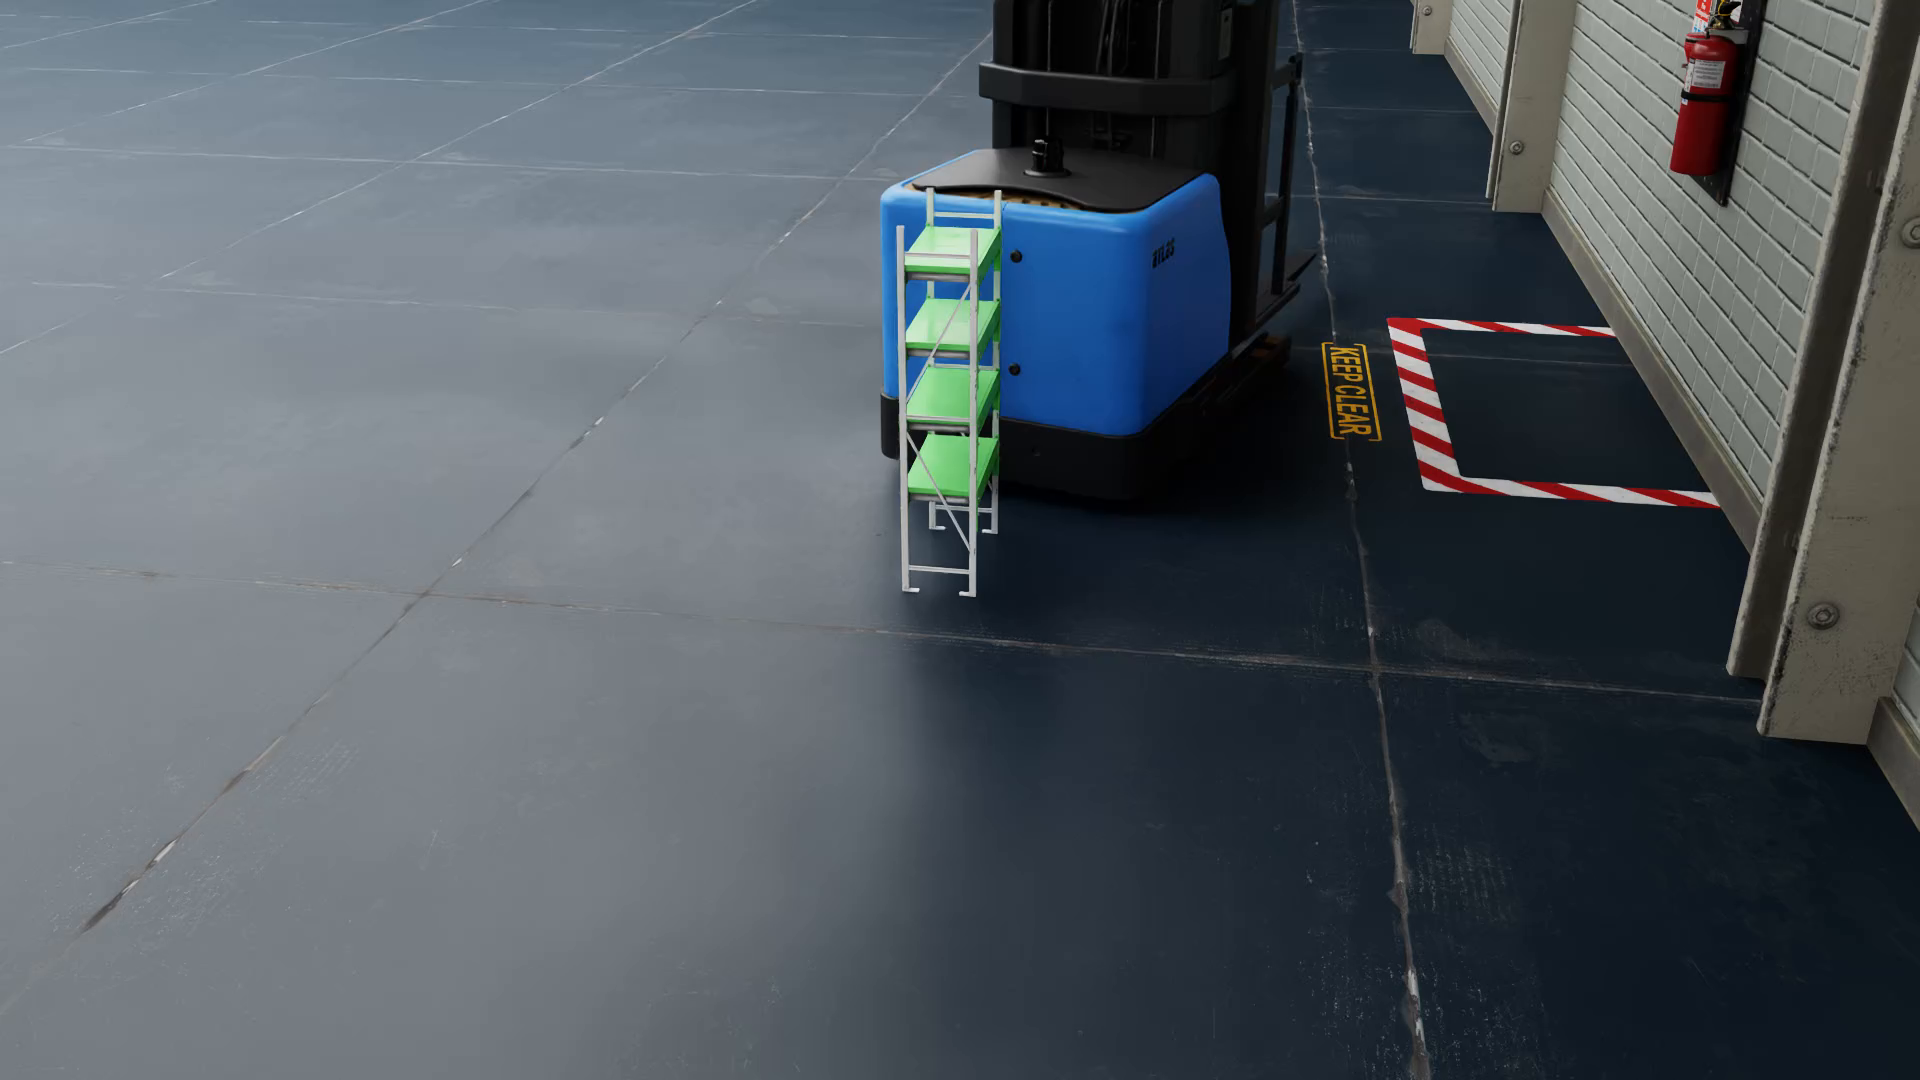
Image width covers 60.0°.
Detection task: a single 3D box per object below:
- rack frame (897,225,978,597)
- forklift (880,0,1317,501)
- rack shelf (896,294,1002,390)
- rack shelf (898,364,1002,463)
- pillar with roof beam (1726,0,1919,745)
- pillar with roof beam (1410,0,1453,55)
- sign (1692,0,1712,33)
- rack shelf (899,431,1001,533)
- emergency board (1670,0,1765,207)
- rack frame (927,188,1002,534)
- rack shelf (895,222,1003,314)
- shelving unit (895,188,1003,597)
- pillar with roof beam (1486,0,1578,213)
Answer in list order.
[{"bbox_3d":[-0.067,-0.372,5.130,0.240,1.200,0.015,4,25,9],"label":"rack frame"},{"bbox_3d":[0.807,-2.059,6.692,1.130,2.935,3.031,12,28,24],"label":"forklift"},{"bbox_3d":[-0.027,-0.634,5.273,0.258,0.148,0.480,4,25,9],"label":"rack shelf"},{"bbox_3d":[-0.027,-0.416,5.375,0.258,0.148,0.480,4,25,9],"label":"rack shelf"},{"bbox_3d":[-1.849,-3.905,3.478,9.100,9.000,0.400,4,25,9],"label":"pillar with roof beam"},{"bbox_3d":[0.112,-8.924,14.200,9.100,9.000,0.400,4,25,9],"label":"pillar with roof beam"},{"bbox_3d":[3.032,-2.161,6.786,0.001,0.329,0.234,4,25,9],"label":"sign"},{"bbox_3d":[-0.027,-0.199,5.477,0.258,0.148,0.480,4,25,9],"label":"rack shelf"},{"bbox_3d":[2.840,-1.921,6.315,0.194,1.169,0.643,4,25,9],"label":"emergency board"},{"bbox_3d":[0.013,-0.576,5.566,0.240,1.200,0.015,4,25,9],"label":"rack frame"},{"bbox_3d":[-0.027,-0.851,5.171,0.258,0.148,0.480,4,25,9],"label":"rack shelf"},{"bbox_3d":[-0.027,-0.474,5.348,0.258,1.200,0.503,4,25,9],"label":"shelving unit"},{"bbox_3d":[-0.868,-6.415,8.839,9.100,9.000,0.400,4,25,9],"label":"pillar with roof beam"}]
